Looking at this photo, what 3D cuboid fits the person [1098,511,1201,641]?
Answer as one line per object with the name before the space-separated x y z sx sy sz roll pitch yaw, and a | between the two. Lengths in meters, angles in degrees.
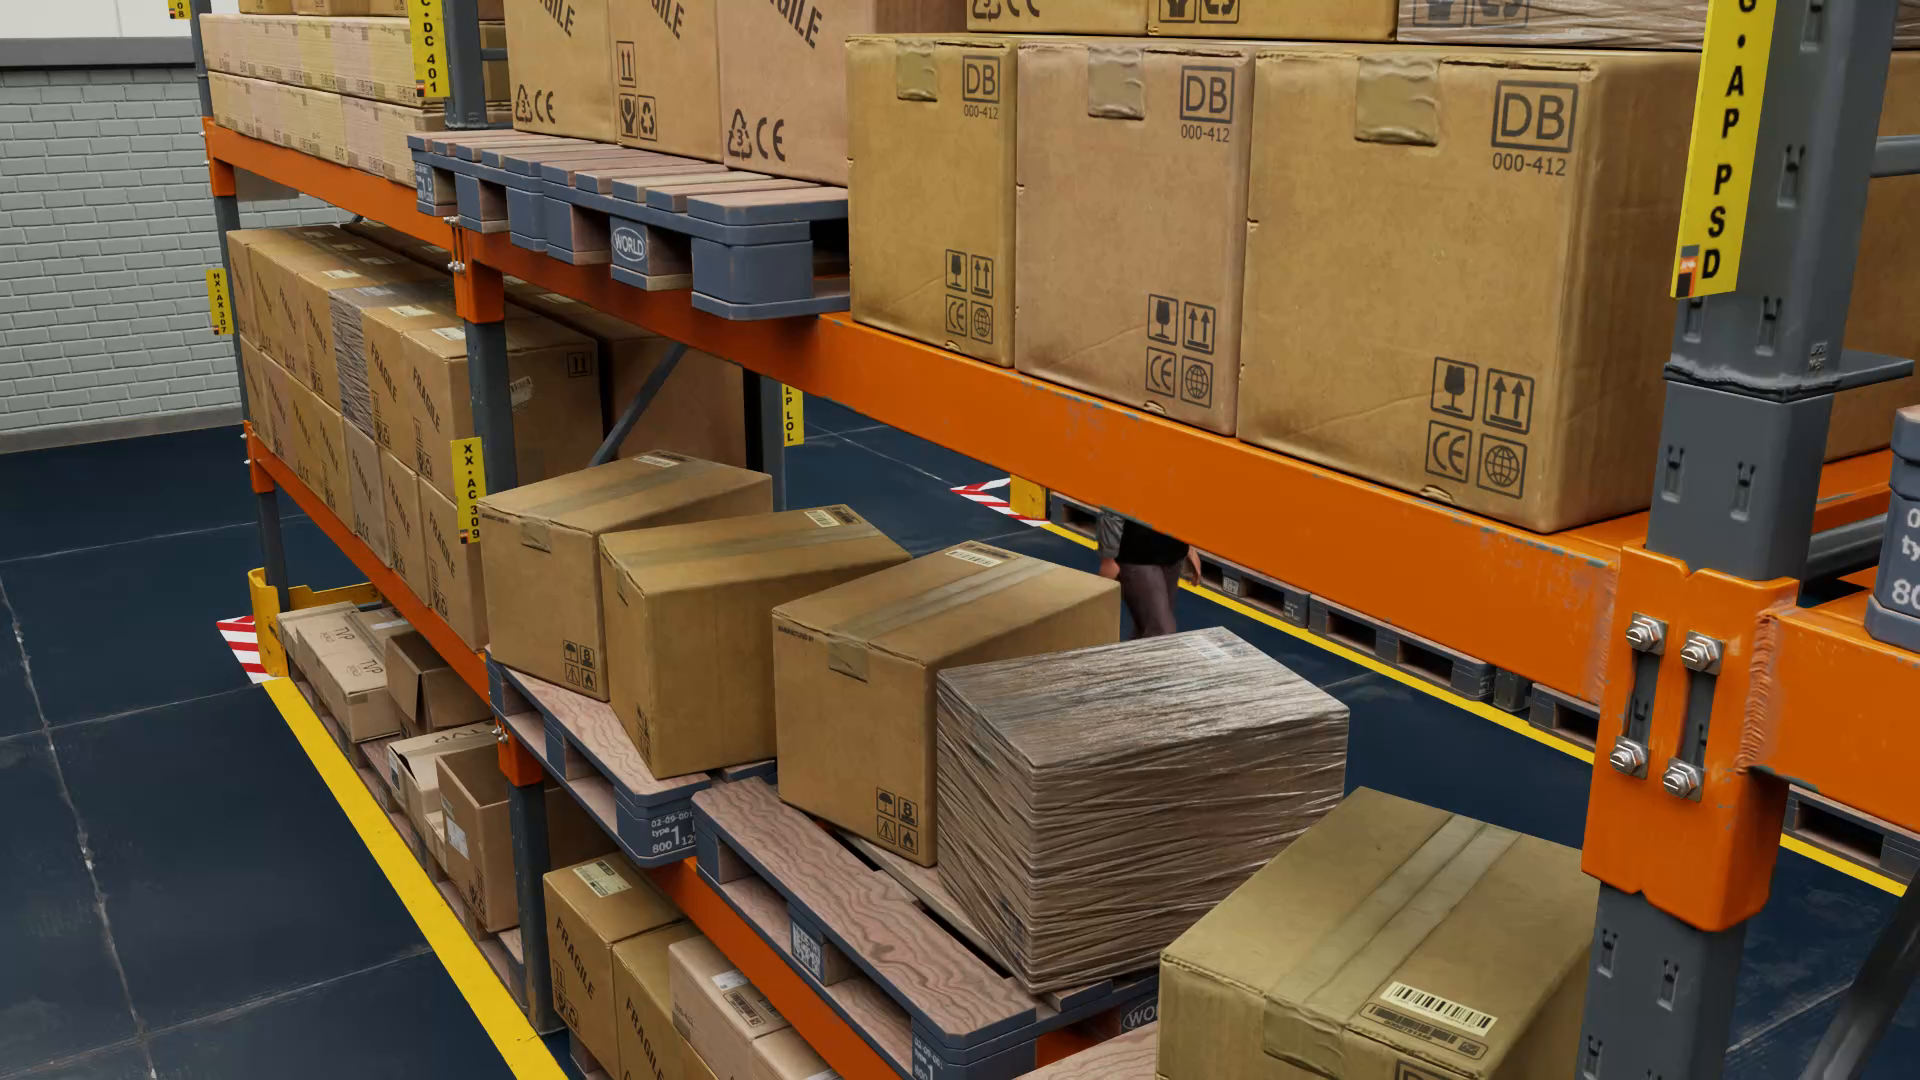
person | 0.895 0.108 7.741 0.442 1.743 0.550 11 21 31
